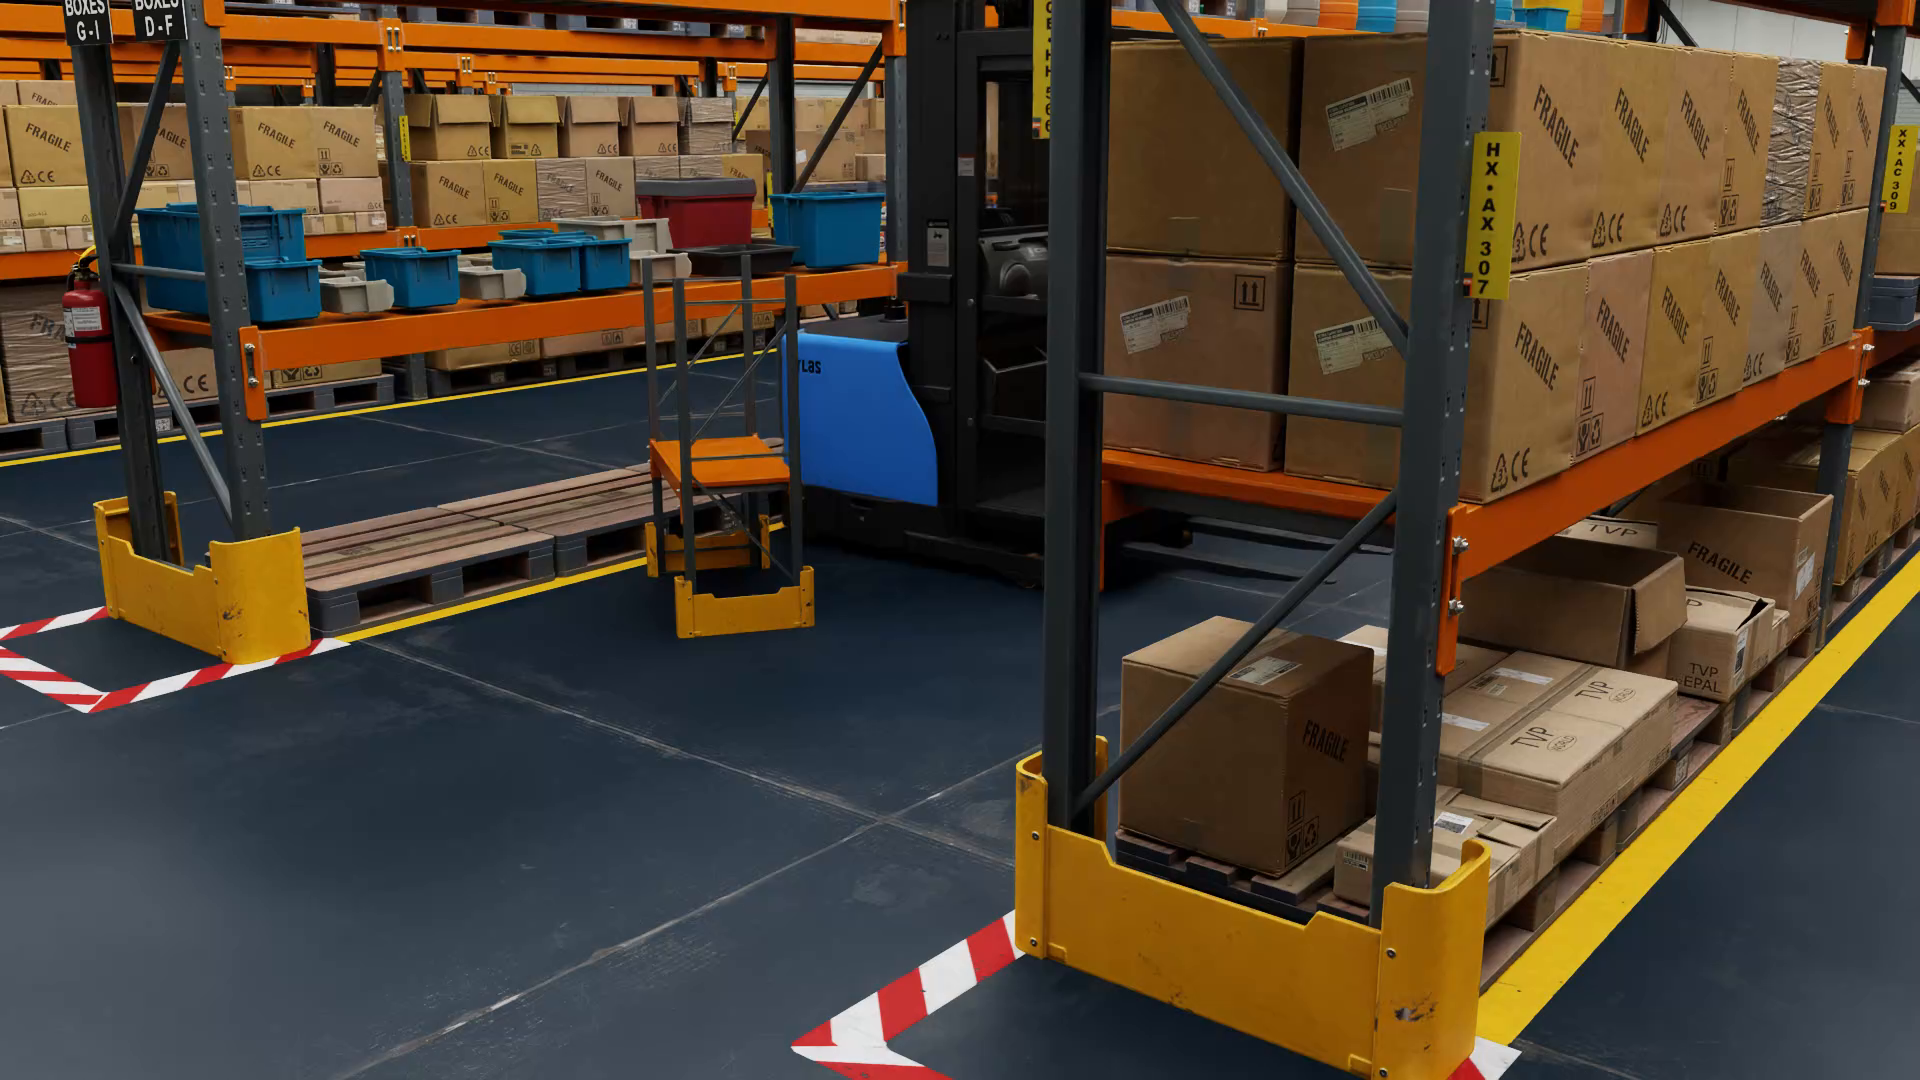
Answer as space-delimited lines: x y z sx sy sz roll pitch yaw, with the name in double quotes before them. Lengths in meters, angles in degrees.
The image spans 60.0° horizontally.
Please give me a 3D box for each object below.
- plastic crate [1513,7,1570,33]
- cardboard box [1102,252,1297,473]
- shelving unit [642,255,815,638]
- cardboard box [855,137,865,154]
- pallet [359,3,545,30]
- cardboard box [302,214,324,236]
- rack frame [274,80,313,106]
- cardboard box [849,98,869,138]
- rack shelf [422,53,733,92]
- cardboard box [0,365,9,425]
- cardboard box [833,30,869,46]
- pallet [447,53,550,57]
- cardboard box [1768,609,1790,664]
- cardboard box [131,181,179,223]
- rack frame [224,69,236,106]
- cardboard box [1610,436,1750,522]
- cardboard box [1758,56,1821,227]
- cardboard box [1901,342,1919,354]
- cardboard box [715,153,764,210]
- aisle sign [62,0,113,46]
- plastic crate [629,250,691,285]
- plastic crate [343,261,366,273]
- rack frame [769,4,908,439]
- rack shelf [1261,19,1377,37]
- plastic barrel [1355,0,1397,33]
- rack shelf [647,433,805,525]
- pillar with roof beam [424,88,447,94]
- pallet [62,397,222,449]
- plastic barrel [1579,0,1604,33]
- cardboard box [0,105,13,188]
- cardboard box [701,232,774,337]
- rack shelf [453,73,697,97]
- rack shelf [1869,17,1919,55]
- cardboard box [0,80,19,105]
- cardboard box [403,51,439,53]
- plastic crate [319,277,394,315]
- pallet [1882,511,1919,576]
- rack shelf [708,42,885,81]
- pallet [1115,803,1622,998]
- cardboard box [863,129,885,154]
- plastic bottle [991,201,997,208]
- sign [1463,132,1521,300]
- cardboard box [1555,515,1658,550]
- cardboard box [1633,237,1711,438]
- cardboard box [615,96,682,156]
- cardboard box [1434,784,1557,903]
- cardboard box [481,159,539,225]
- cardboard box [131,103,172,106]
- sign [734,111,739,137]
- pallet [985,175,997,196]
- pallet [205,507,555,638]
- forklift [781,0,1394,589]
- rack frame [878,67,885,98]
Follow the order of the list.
"plastic crate" 5.874 -5.175 16.843 0.392 0.384 0.575 11 18 38
"cardboard box" 0.703 -0.486 4.241 0.500 0.500 0.500 12 19 39
"shelving unit" -1.062 -0.460 7.388 0.587 1.500 1.083 -4 15 -17
"cardboard box" -1.784 -5.492 23.847 0.875 0.550 0.550 11 18 38
"pallet" -4.018 -4.154 13.178 0.805 0.209 1.217 10 18 35
"cardboard box" -4.816 -2.280 12.016 0.380 0.149 0.250 11 18 37
"rack frame" -11.099 -6.442 27.891 1.000 3.000 0.127 11 18 38
"cardboard box" -1.803 -6.020 23.728 0.875 0.550 0.550 11 18 38
"rack shelf" -4.579 -5.650 20.142 1.077 0.370 4.000 11 18 38
"cardboard box" -6.730 -1.152 10.528 0.875 0.875 0.875 11 18 38
"cardboard box" -1.225 -4.905 16.053 0.500 0.250 0.500 12 18 39
"pallet" -5.473 -5.656 19.087 1.213 0.211 1.003 12 19 40
"cardboard box" 2.821 0.327 6.140 0.380 0.149 0.250 11 18 38
"cardboard box" -5.594 -2.262 11.135 0.500 0.250 0.500 11 18 36
"rack frame" -9.750 -4.909 21.855 1.000 3.000 0.127 11 18 38
"cardboard box" 3.234 -0.216 7.565 0.500 0.500 0.500 11 18 37
"cardboard box" 2.394 -1.277 5.323 0.500 0.500 0.500 11 18 38
"cardboard box" 5.224 -0.980 9.049 0.500 0.250 0.500 12 19 40
"cardboard box" -2.159 -3.291 15.282 0.500 0.500 0.500 12 19 39
"aisle sign" -3.490 -2.368 6.574 0.394 0.787 0.004 11 18 38
"plastic crate" -1.564 -1.364 8.314 0.293 0.136 0.466 11 18 38
"plastic crate" -2.652 -1.216 7.730 0.396 0.136 0.243 11 18 38
"rack frame" -0.703 -1.843 9.785 1.000 3.000 0.127 11 18 38
"rack shelf" 3.068 -4.097 14.028 1.077 0.370 4.000 11 18 38
"plastic barrel" 3.352 -4.690 13.883 0.600 0.901 0.708 11 18 38
"rack shelf" -1.065 -0.288 7.441 0.538 0.185 1.000 -4 15 -17
"pillar with roof beam" -6.375 -9.456 27.569 9.100 9.000 0.400 11 18 38
"pallet" -5.861 -0.890 11.696 1.003 0.211 1.213 11 18 38
"plastic barrel" 6.632 -5.894 17.914 0.600 0.830 0.708 11 18 38
"cardboard box" -6.244 -2.424 10.251 0.500 0.500 0.500 11 18 36
"cardboard box" -2.492 -2.420 15.520 1.225 0.875 0.875 10 17 35
"rack shelf" -5.979 -7.163 26.097 1.077 0.370 4.000 11 18 38
"rack shelf" 6.918 -3.330 11.007 1.077 0.370 4.000 11 18 38
"cardboard box" -8.756 -3.842 14.816 0.500 0.500 0.500 11 18 36
"cardboard box" -5.997 -5.516 17.948 0.500 0.500 0.500 11 18 38
"plastic crate" -2.540 -1.023 6.972 0.250 0.136 0.298 11 18 38
"pallet" 4.395 -0.120 8.668 1.003 0.211 1.213 11 18 38
"rack shelf" -0.785 -4.864 17.045 1.077 0.370 4.000 11 18 38
"pallet" 1.181 0.875 4.752 1.003 0.211 1.213 11 18 38
"cardboard box" -0.545 -4.049 17.406 0.797 0.503 0.637 14 20 43
"plastic bottle" 0.253 -2.185 11.395 0.097 0.271 0.097 0 14 0
"sign" 1.055 -0.645 3.313 0.100 0.325 0.005 11 18 38
"cardboard box" 2.715 0.061 6.857 0.500 0.311 0.500 11 18 38
"cardboard box" 1.755 -0.598 4.680 0.500 0.500 0.500 11 18 37
"cardboard box" -2.926 -3.648 14.651 0.797 0.503 0.637 12 18 39
"cardboard box" 1.321 0.775 4.339 0.380 0.166 0.250 11 18 38
"cardboard box" -3.757 -2.804 13.364 0.500 0.500 0.500 11 18 38
"cardboard box" -10.187 -5.203 20.778 0.500 0.500 0.500 12 18 39
"sign" -2.894 -5.369 21.475 0.100 0.325 0.005 11 18 38
"pallet" -0.121 -3.925 18.369 1.003 0.211 1.213 11 18 38
"pallet" -2.669 0.123 7.711 1.003 0.211 1.213 11 18 38
"forklift" 0.558 -1.313 7.837 3.031 2.935 1.130 11 18 36
"rack frame" -0.808 -5.694 24.946 1.000 3.000 0.127 11 18 38
